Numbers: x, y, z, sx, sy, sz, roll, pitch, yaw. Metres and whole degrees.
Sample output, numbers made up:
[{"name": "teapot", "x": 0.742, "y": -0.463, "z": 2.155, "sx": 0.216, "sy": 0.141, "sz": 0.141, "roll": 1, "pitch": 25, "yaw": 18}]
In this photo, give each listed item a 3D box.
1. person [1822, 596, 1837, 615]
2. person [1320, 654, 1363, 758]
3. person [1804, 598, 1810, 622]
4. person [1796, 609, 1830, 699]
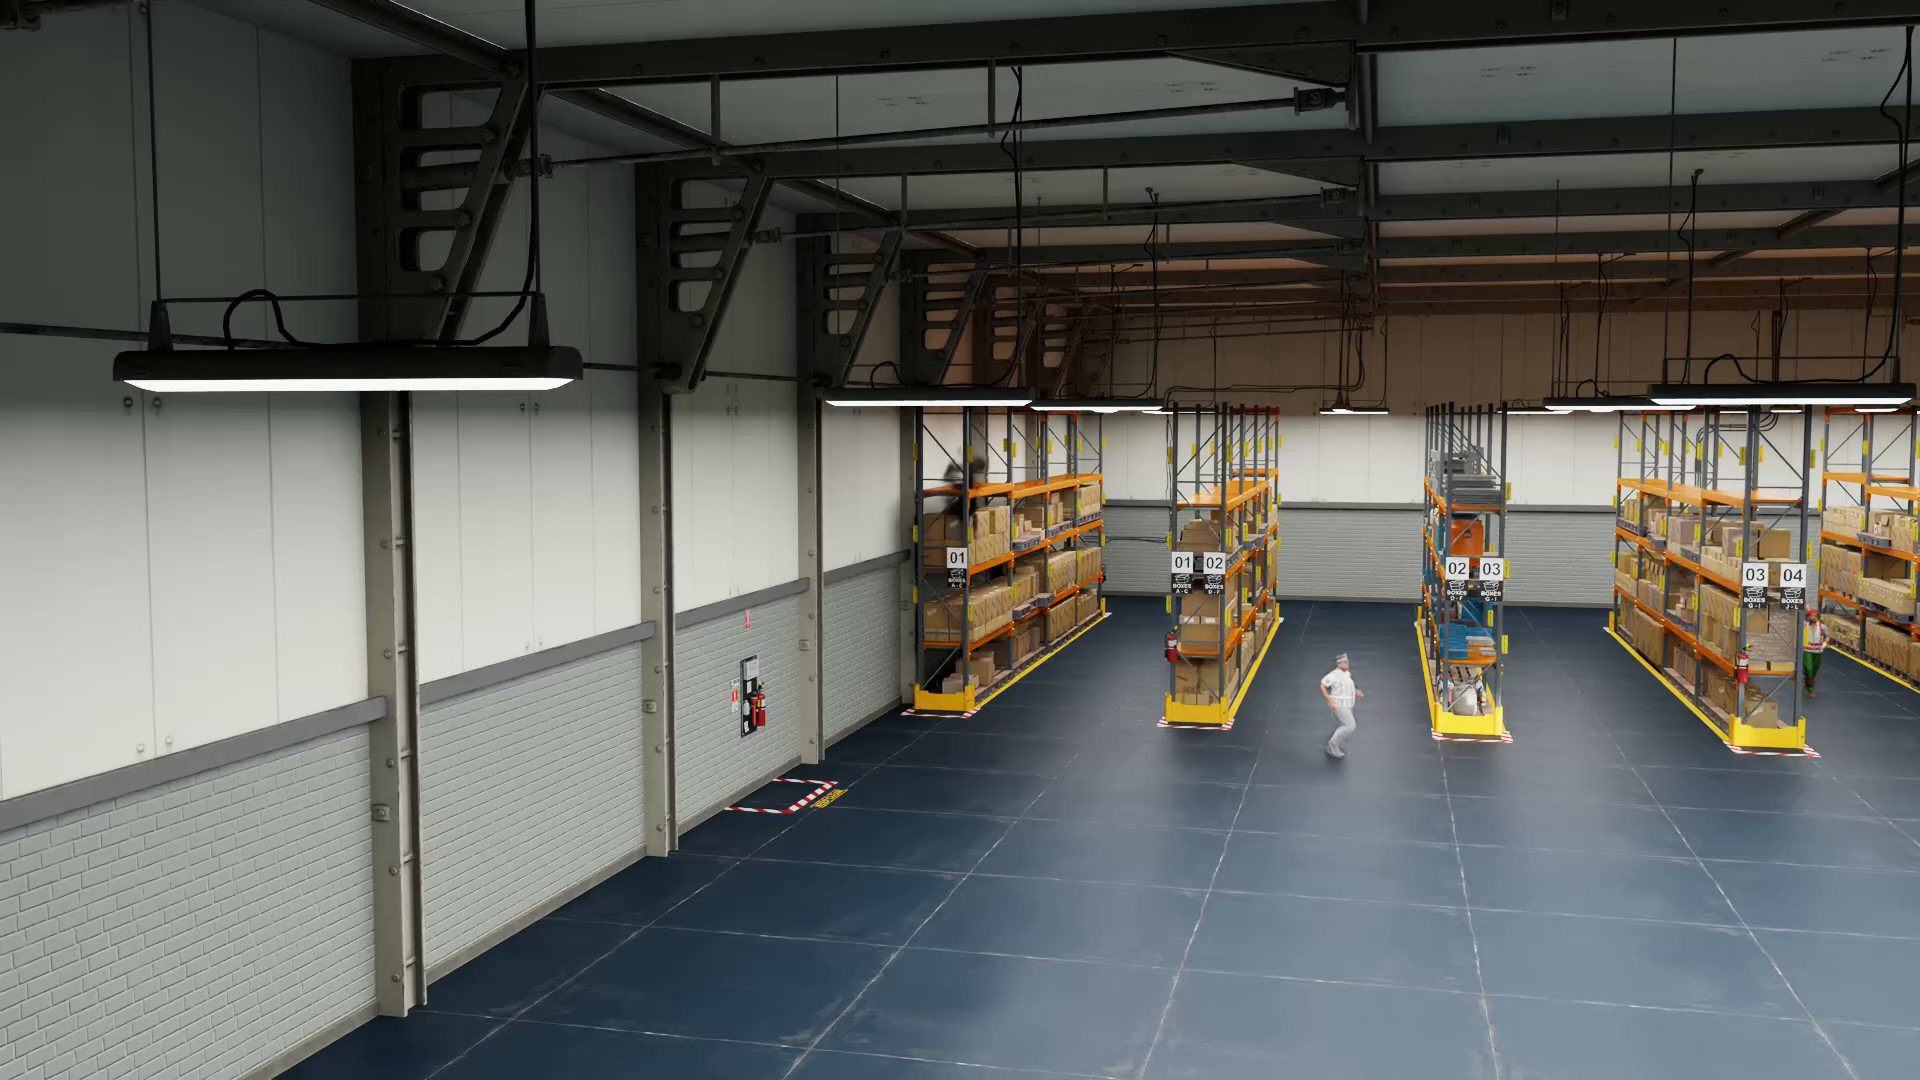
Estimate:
[{"name": "person", "x": 23.235, "y": 1.687, "z": 44.338, "sx": 0.569, "sy": 1.552, "sz": 0.662, "roll": 3, "pitch": 5, "yaw": 37}, {"name": "person", "x": 6.453, "y": 2.781, "z": 27.901, "sx": 0.643, "sy": 1.748, "sz": 0.647, "roll": 3, "pitch": 5, "yaw": 39}, {"name": "person", "x": 20.134, "y": 1.918, "z": 39.979, "sx": 0.588, "sy": 1.625, "sz": 1.053, "roll": 1, "pitch": 4, "yaw": 18}, {"name": "person", "x": 17.513, "y": 2.309, "z": 34.192, "sx": 0.663, "sy": 1.792, "sz": 0.927, "roll": 1, "pitch": 4, "yaw": 13}]
